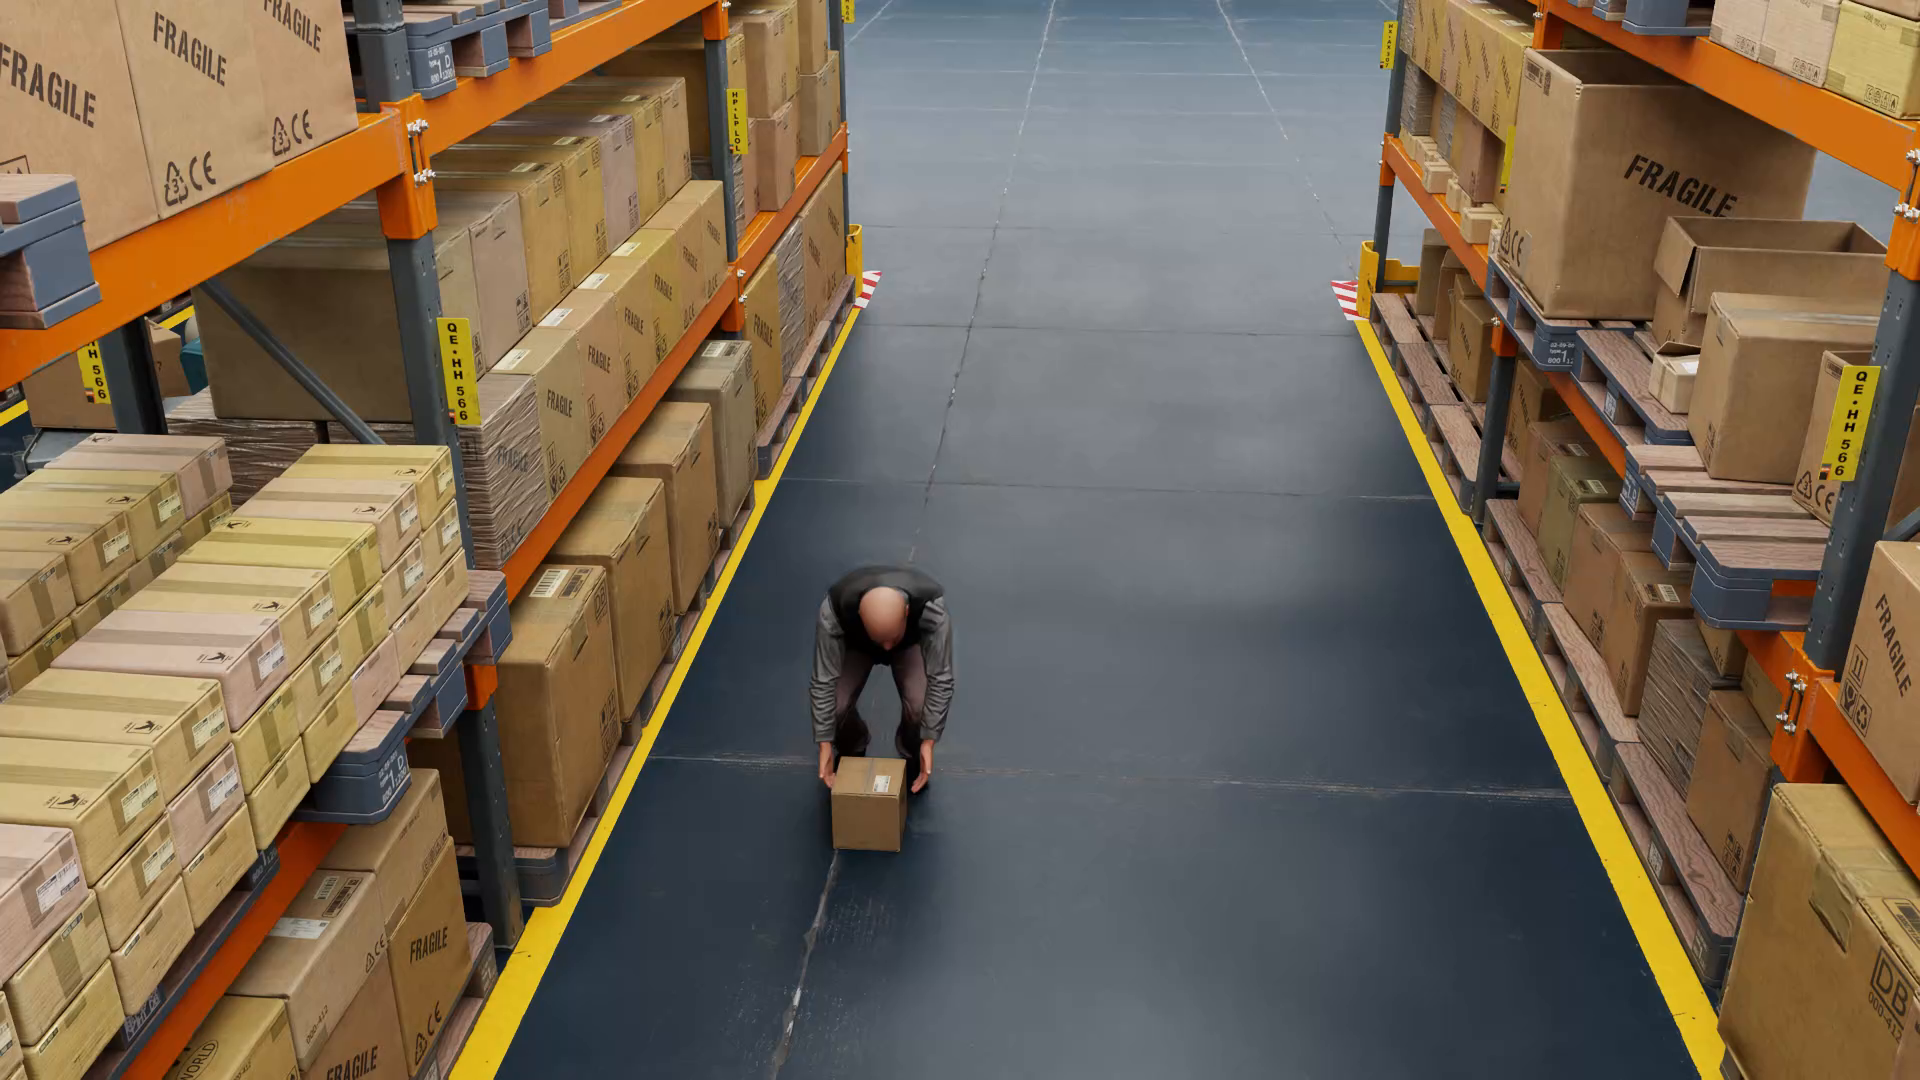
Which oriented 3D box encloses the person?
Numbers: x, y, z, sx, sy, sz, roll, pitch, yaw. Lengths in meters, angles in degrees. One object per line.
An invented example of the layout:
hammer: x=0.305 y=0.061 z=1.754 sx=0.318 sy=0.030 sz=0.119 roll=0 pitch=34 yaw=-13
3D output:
person: x=-0.281 y=0.525 z=6.418 sx=0.551 sy=0.948 sz=0.852 roll=2 pitch=24 yaw=4
